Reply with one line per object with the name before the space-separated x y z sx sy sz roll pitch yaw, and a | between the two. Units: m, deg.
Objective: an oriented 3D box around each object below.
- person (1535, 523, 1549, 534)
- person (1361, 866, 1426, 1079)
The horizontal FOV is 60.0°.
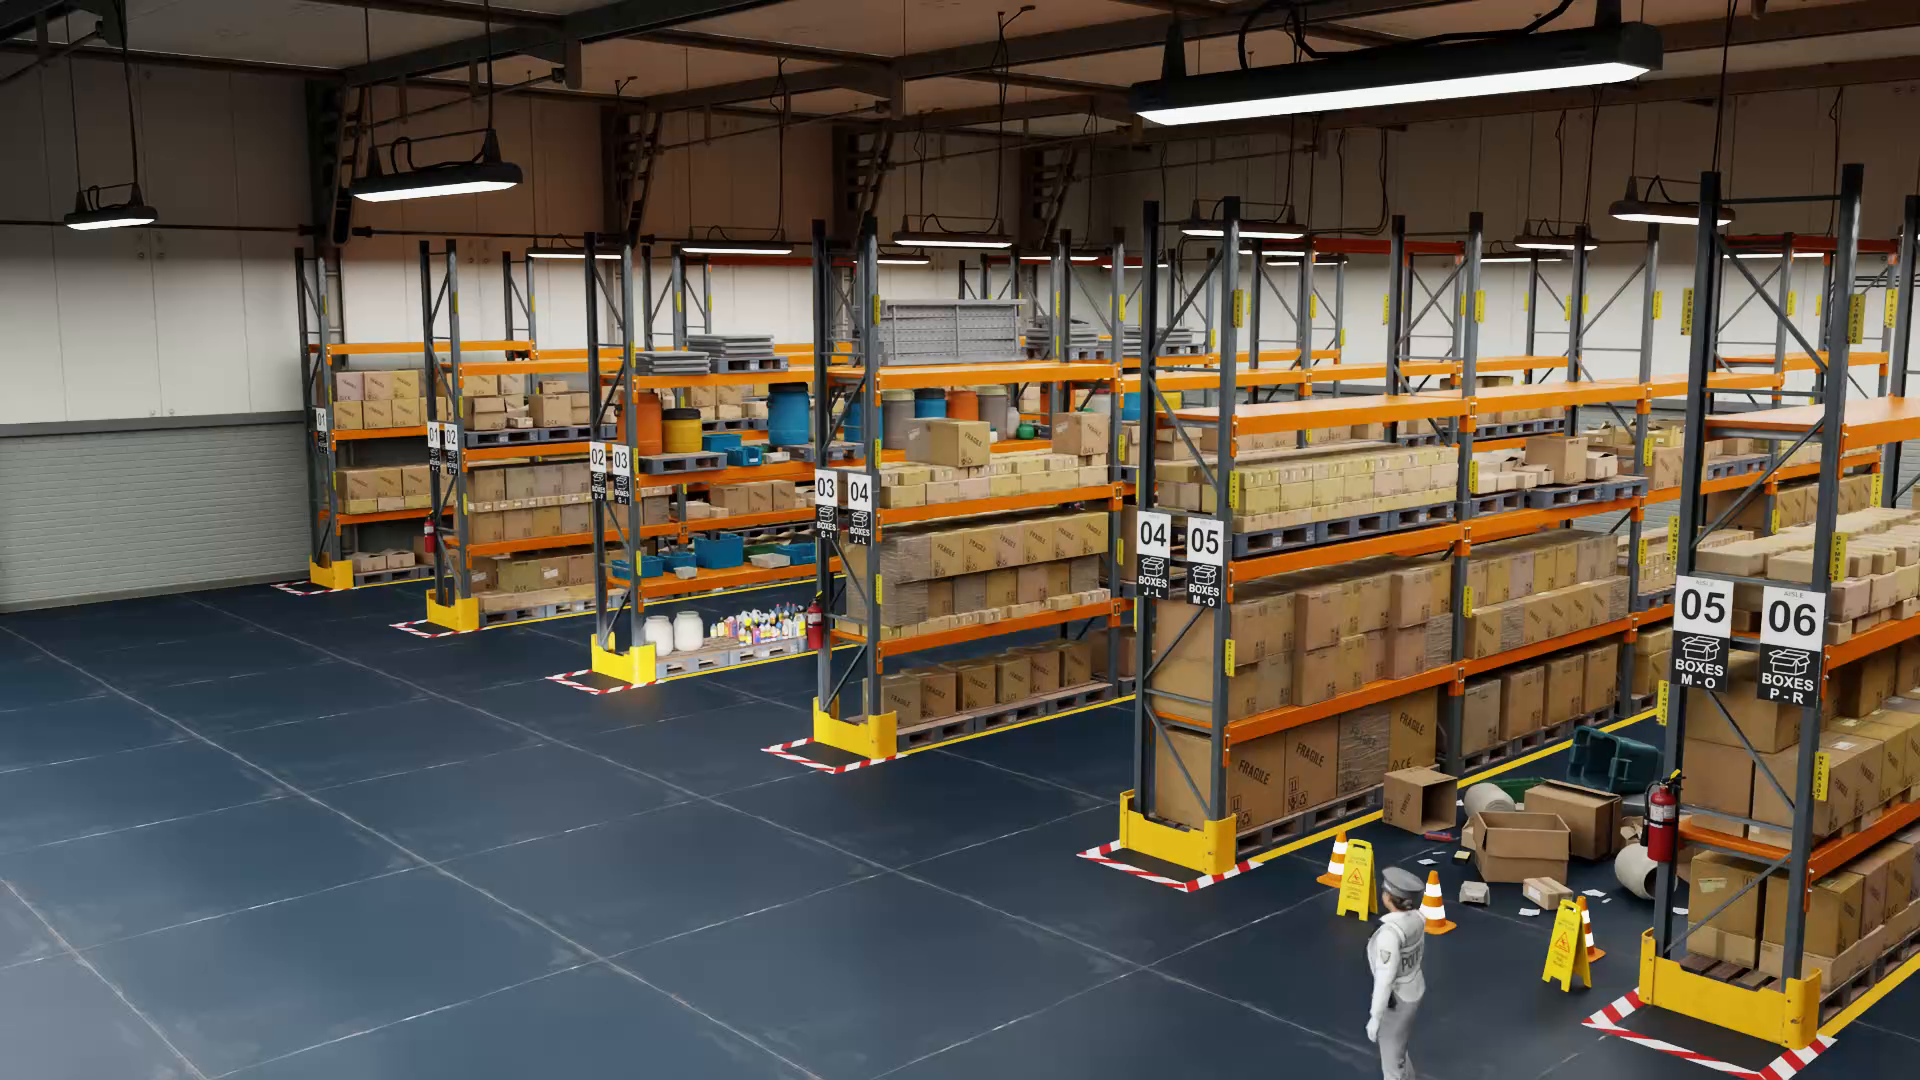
person | 9.051 0.467 25.989 0.410 1.785 0.607 6 10 36
person | 2.672 2.843 10.235 0.386 1.684 0.587 4 9 25
